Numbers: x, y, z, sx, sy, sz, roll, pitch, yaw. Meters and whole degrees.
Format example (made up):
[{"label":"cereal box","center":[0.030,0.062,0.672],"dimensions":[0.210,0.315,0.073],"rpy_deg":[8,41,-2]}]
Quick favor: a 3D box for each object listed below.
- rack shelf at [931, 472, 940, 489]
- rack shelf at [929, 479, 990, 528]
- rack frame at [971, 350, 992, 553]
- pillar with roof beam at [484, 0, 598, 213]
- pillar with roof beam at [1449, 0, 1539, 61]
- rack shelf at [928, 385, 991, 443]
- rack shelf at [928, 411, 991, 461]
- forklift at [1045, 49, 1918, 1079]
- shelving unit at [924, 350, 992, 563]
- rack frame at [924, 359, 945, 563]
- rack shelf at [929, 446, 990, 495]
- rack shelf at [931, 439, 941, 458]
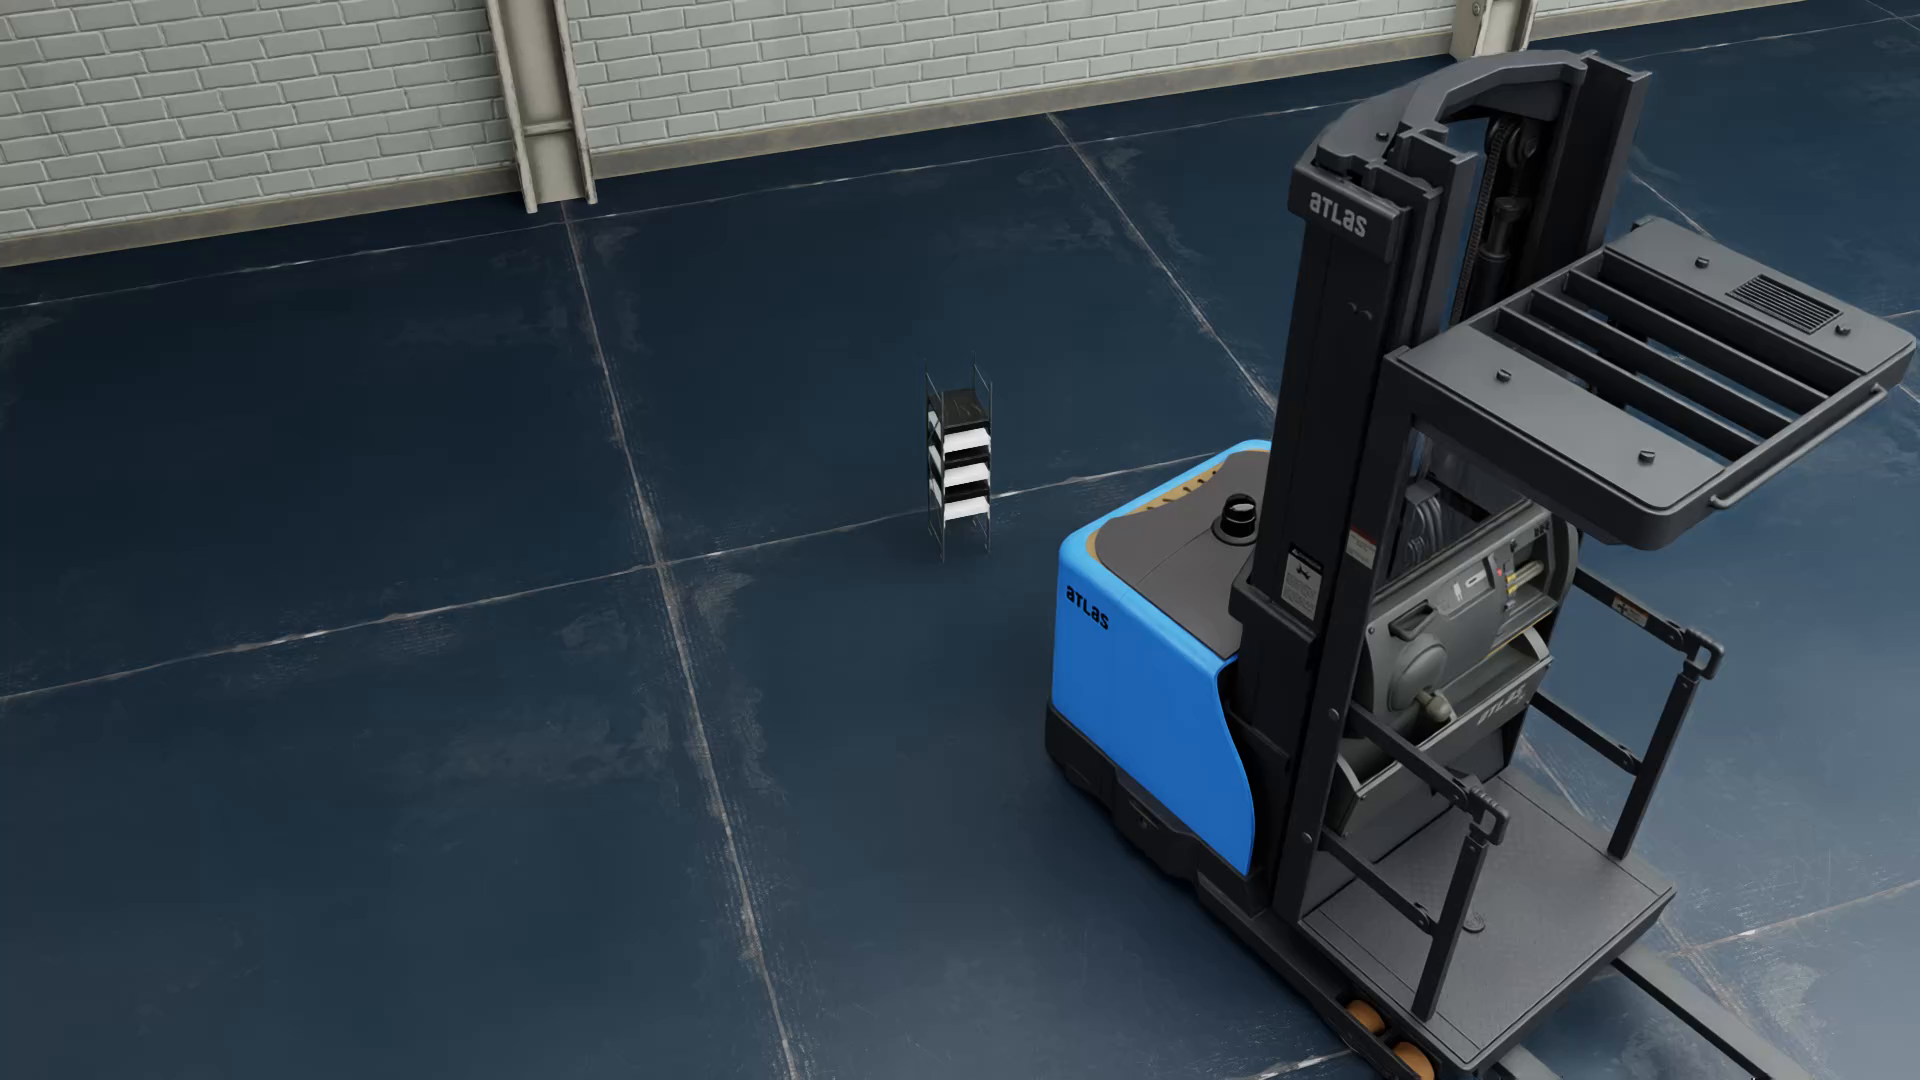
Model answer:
[{"label":"rack shelf","center":[-0.008,-0.256,7.023],"dimensions":[0.184,0.015,0.199],"rpy_deg":[-12,42,-13]},{"label":"rack shelf","center":[-0.008,-0.177,7.092],"dimensions":[0.200,0.077,0.258],"rpy_deg":[-12,42,-13]},{"label":"rack frame","center":[0.089,-0.357,6.975],"dimensions":[0.006,0.900,0.240],"rpy_deg":[-12,42,-13]},{"label":"pillar with roof beam","center":[-0.998,-2.659,3.454],"dimensions":[0.400,9.000,9.100],"rpy_deg":[-12,42,-13]},{"label":"pillar with roof beam","center":[4.725,-3.845,4.811],"dimensions":[0.400,9.000,9.100],"rpy_deg":[-12,42,-13]},{"label":"rack shelf","center":[-0.008,-0.516,6.796],"dimensions":[0.200,0.077,0.258],"rpy_deg":[-12,42,-13]},{"label":"rack shelf","center":[-0.008,-0.448,6.856],"dimensions":[0.200,0.077,0.258],"rpy_deg":[-12,42,-13]},{"label":"forklift","center":[1.625,0.271,4.712],"dimensions":[1.130,2.935,3.031],"rpy_deg":[-27,48,-28]},{"label":"shelving unit","center":[-0.008,-0.337,6.952],"dimensions":[0.210,0.900,0.258],"rpy_deg":[-12,42,-13]},{"label":"rack frame","center":[-0.105,-0.317,6.929],"dimensions":[0.006,0.900,0.240],"rpy_deg":[-12,42,-13]},{"label":"rack shelf","center":[-0.008,-0.312,6.974],"dimensions":[0.200,0.077,0.258],"rpy_deg":[-12,42,-13]},{"label":"rack shelf","center":[-0.008,-0.391,6.905],"dimensions":[0.184,0.015,0.199],"rpy_deg":[-12,42,-13]}]
